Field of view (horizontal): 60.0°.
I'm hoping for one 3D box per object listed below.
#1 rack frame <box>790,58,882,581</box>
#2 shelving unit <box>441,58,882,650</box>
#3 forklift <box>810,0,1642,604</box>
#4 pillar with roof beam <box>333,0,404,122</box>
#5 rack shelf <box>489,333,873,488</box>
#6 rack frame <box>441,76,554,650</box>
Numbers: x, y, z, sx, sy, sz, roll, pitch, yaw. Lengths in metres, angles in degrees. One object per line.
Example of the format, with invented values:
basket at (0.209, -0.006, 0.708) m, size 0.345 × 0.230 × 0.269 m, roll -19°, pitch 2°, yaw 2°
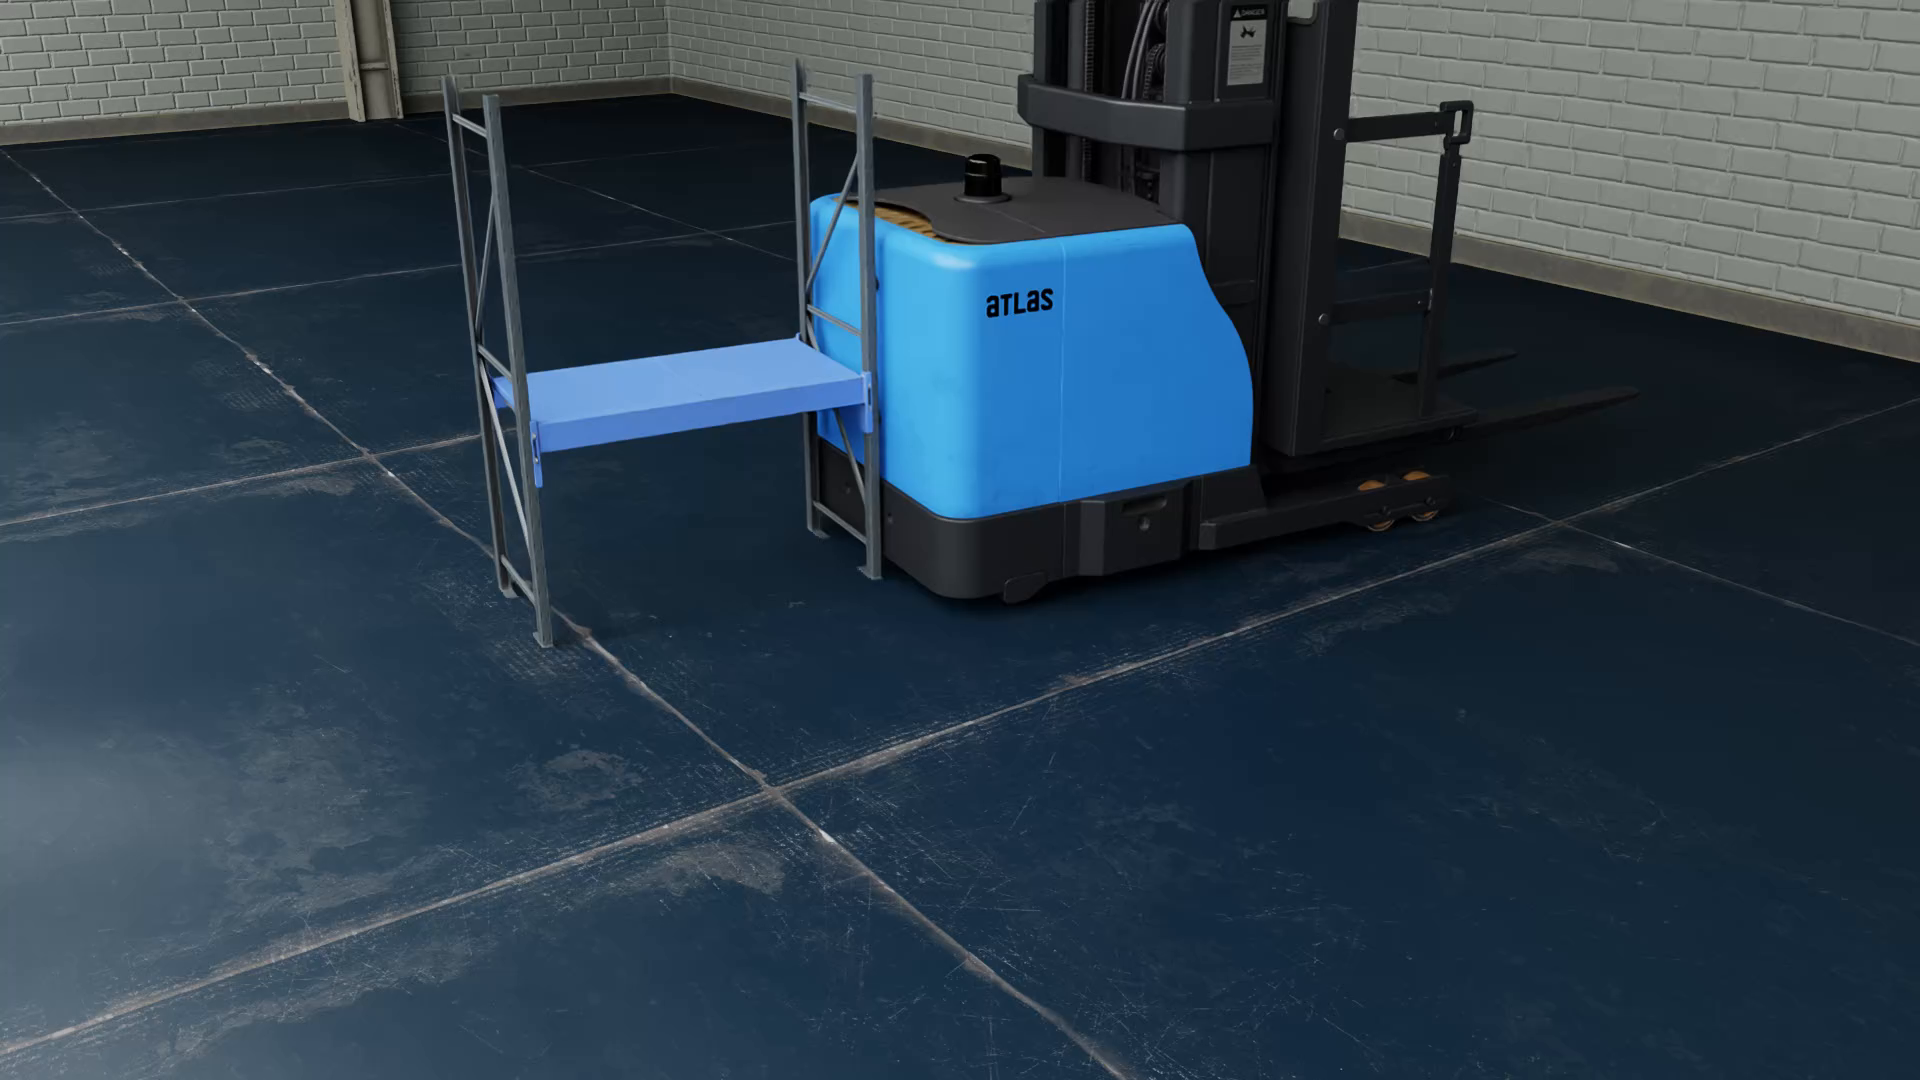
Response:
rack frame at (-0.372, -0.654, 5.011) m, size 0.032 × 1.500 × 0.500 m, roll -11°, pitch 24°, yaw -26°
shelving unit at (-0.819, -0.564, 4.786) m, size 1.048 × 1.500 × 0.538 m, roll -11°, pitch 24°, yaw -26°
forklift at (1.049, -1.549, 5.322) m, size 3.031 × 2.935 × 1.130 m, roll -11°, pitch 24°, yaw -26°
pillar with roof beam at (-2.689, -6.648, 9.915) m, size 0.400 × 9.000 × 9.100 m, roll -15°, pitch 26°, yaw -33°
rack shelf at (-0.819, -0.397, 4.853) m, size 1.000 × 0.185 × 0.538 m, roll -11°, pitch 24°, yaw -26°
rack frame at (-1.265, -0.474, 4.561) m, size 0.032 × 1.500 × 0.500 m, roll -11°, pitch 24°, yaw -26°
